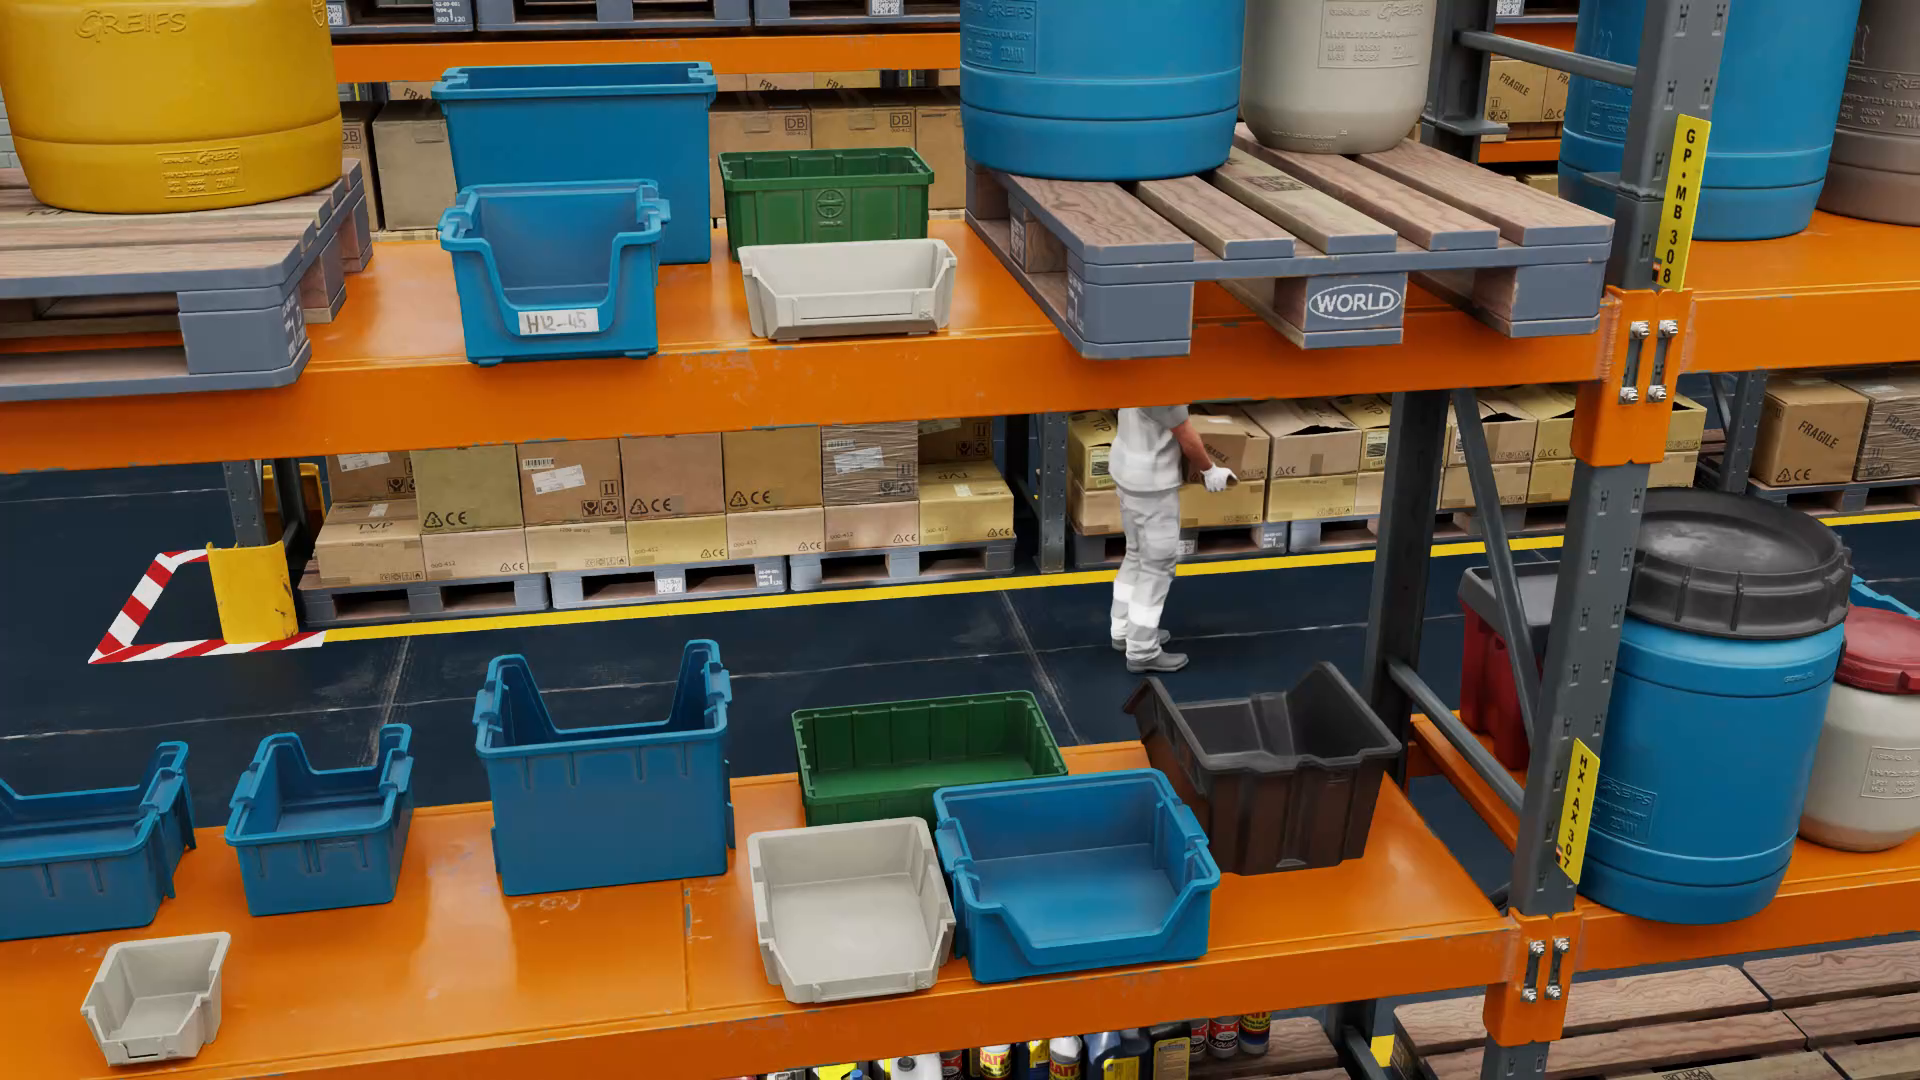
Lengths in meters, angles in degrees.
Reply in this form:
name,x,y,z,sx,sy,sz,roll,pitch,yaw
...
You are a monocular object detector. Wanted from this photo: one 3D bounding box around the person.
name,x,y,z,sx,sy,sz,roll,pitch,yaw
person,0.969,-0.272,7.703,0.551,1.787,0.495,-5,24,-11
